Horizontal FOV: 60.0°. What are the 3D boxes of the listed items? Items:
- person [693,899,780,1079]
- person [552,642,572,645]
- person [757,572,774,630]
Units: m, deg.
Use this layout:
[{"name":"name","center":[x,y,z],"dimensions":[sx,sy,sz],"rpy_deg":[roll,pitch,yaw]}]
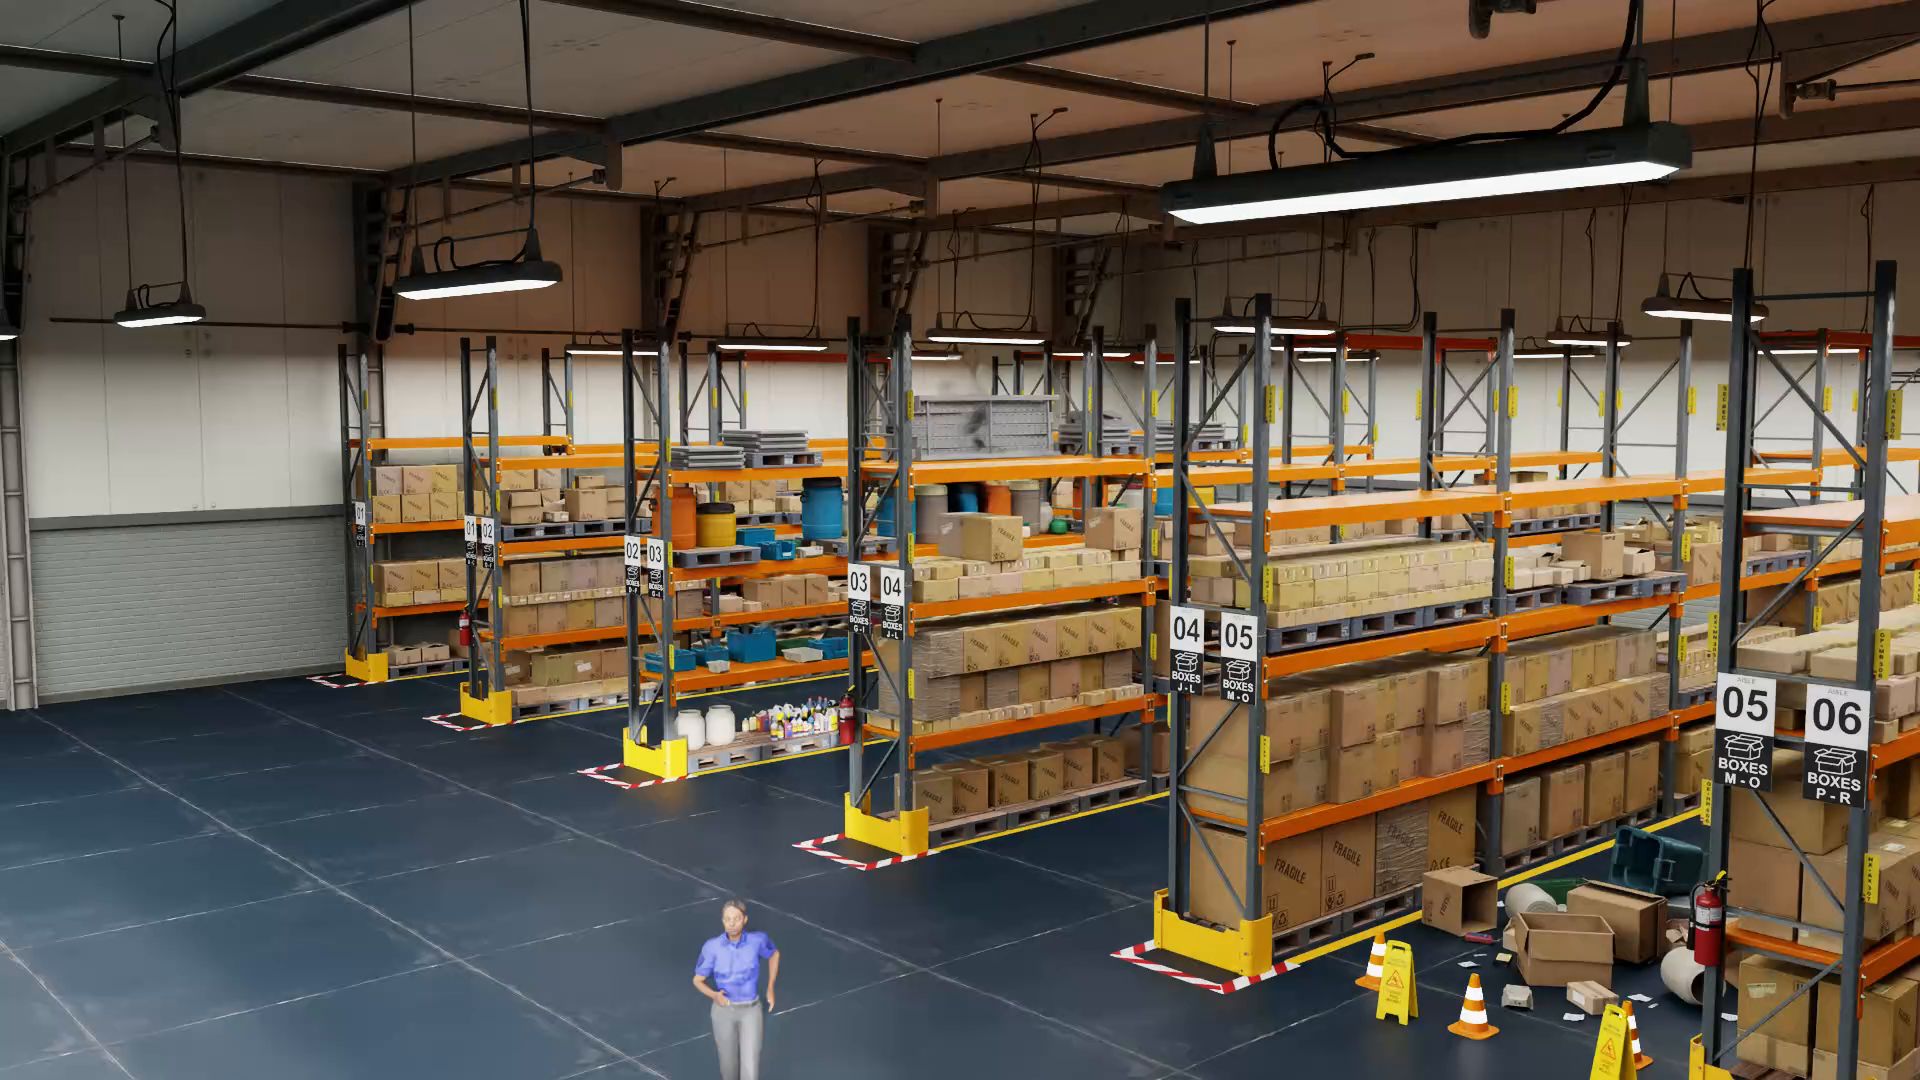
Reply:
[{"name":"person","center":[-1.544,3.320,11.485],"dimensions":[0.582,1.706,0.800],"rpy_deg":[0,5,-3]},{"name":"person","center":[-6.903,1.649,29.077],"dimensions":[0.704,1.768,0.888],"rpy_deg":[5,7,42]},{"name":"person","center":[-3.735,1.369,32.734],"dimensions":[0.687,1.749,0.677],"rpy_deg":[4,7,39]}]
